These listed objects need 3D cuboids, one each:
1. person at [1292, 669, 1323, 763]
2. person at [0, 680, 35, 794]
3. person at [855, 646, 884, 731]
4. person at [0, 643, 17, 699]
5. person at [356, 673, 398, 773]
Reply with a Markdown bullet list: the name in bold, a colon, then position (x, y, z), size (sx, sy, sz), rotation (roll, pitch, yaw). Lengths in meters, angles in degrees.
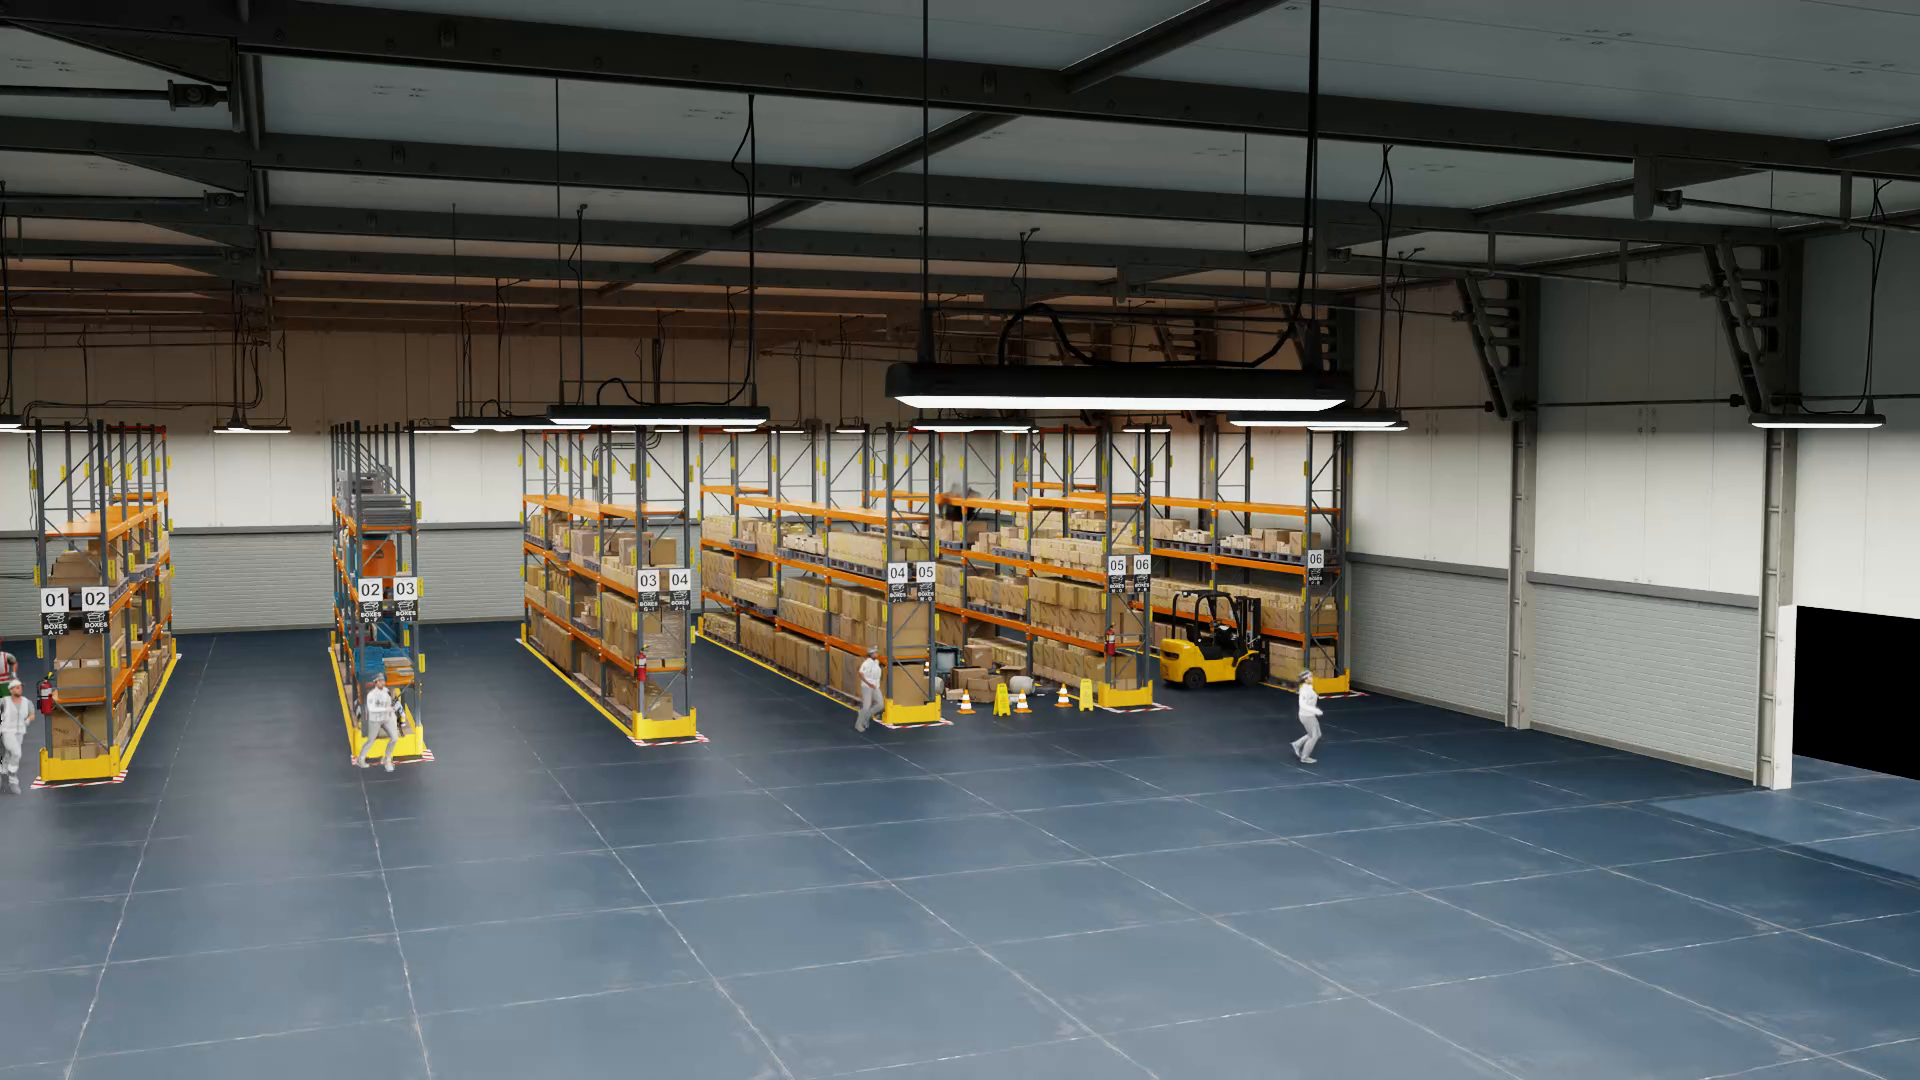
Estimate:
- **person**: position (6.089, 3.076, 29.106), size (0.570, 1.649, 0.608), rotation (1, 4, 20)
- **person**: position (-15.250, 3.150, 26.824), size (0.787, 1.771, 0.688), rotation (2, 4, 28)
- **person**: position (-1.703, 2.879, 32.414), size (0.549, 1.641, 0.632), rotation (3, 5, 40)
- **person**: position (-18.715, 2.802, 32.361), size (0.637, 1.754, 0.698), rotation (-2, 4, -26)
- **person**: position (-9.906, 3.105, 28.379), size (0.857, 1.721, 0.620), rotation (2, 4, 30)
